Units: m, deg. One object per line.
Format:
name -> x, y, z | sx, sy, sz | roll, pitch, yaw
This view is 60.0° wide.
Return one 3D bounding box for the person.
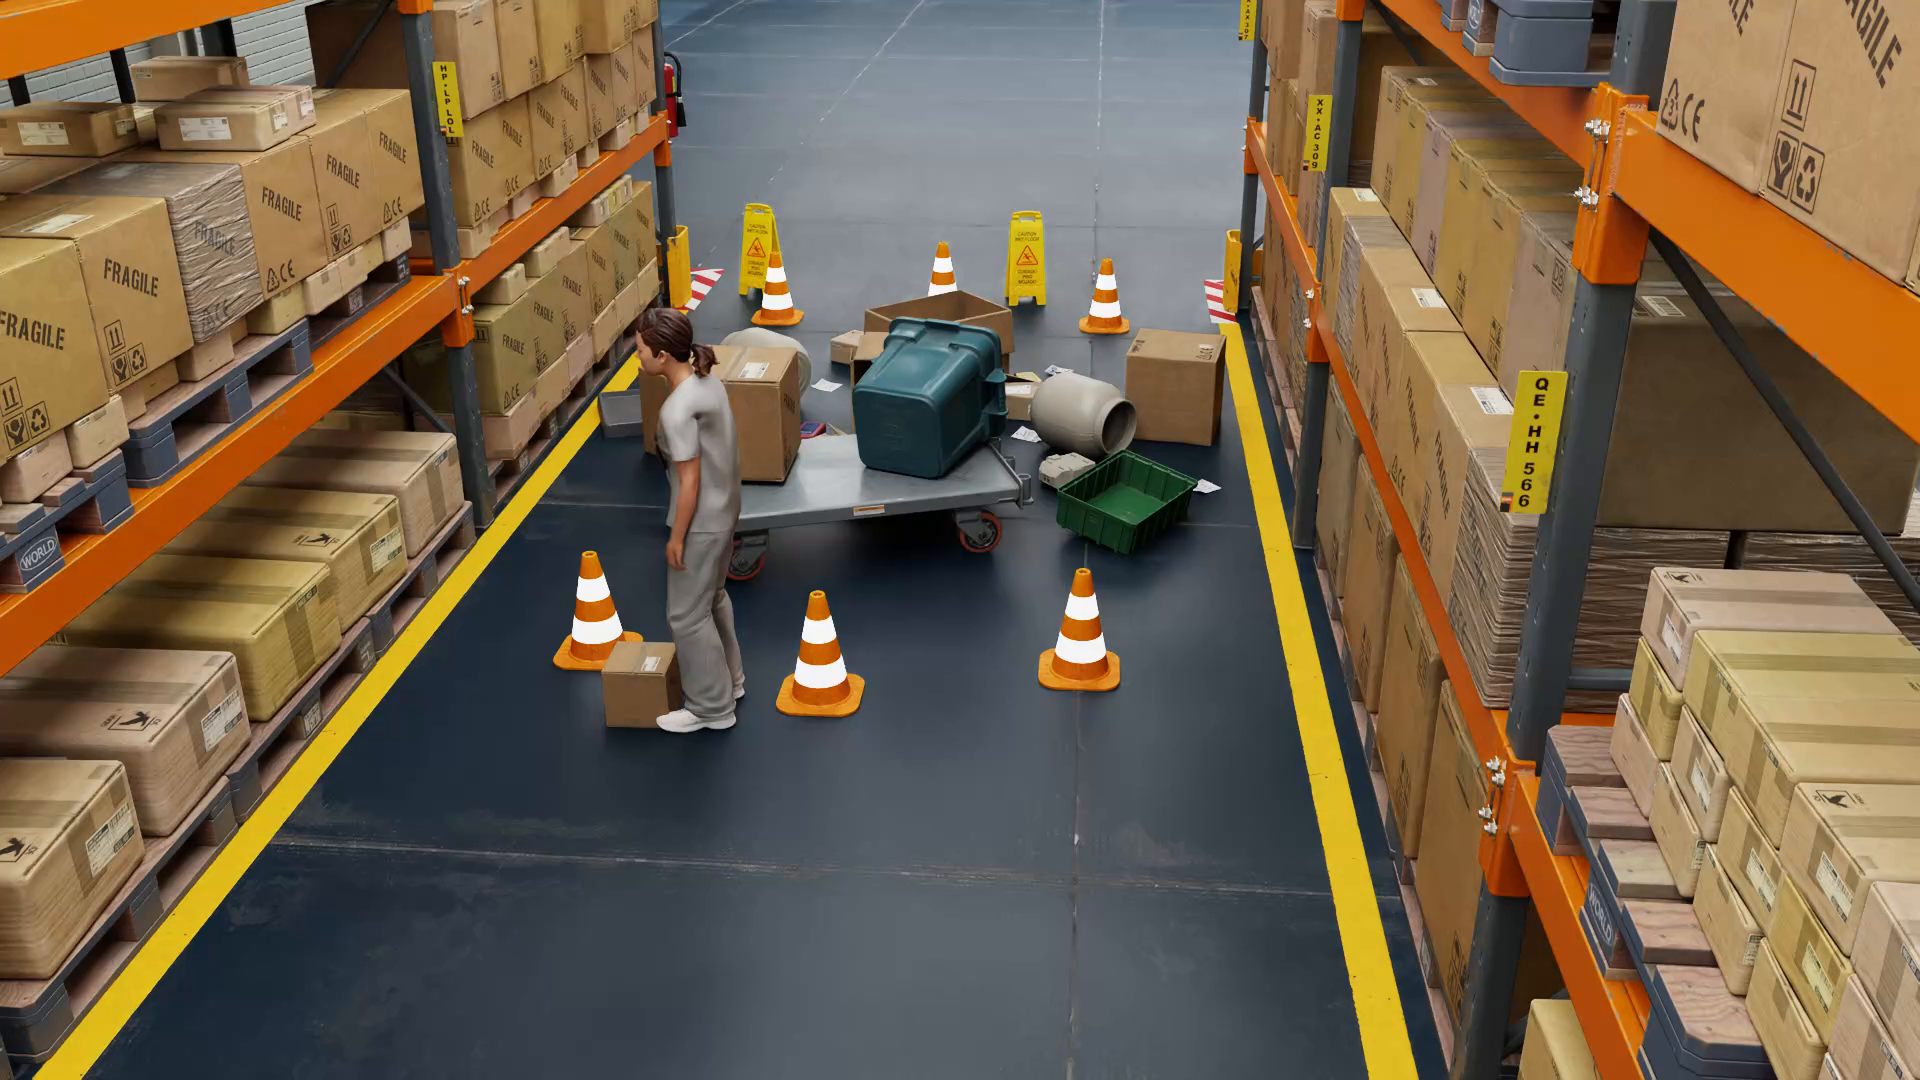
person -> -1.003, -0.073, 6.266 | 0.359, 1.672, 0.484 | 2, 25, 4
